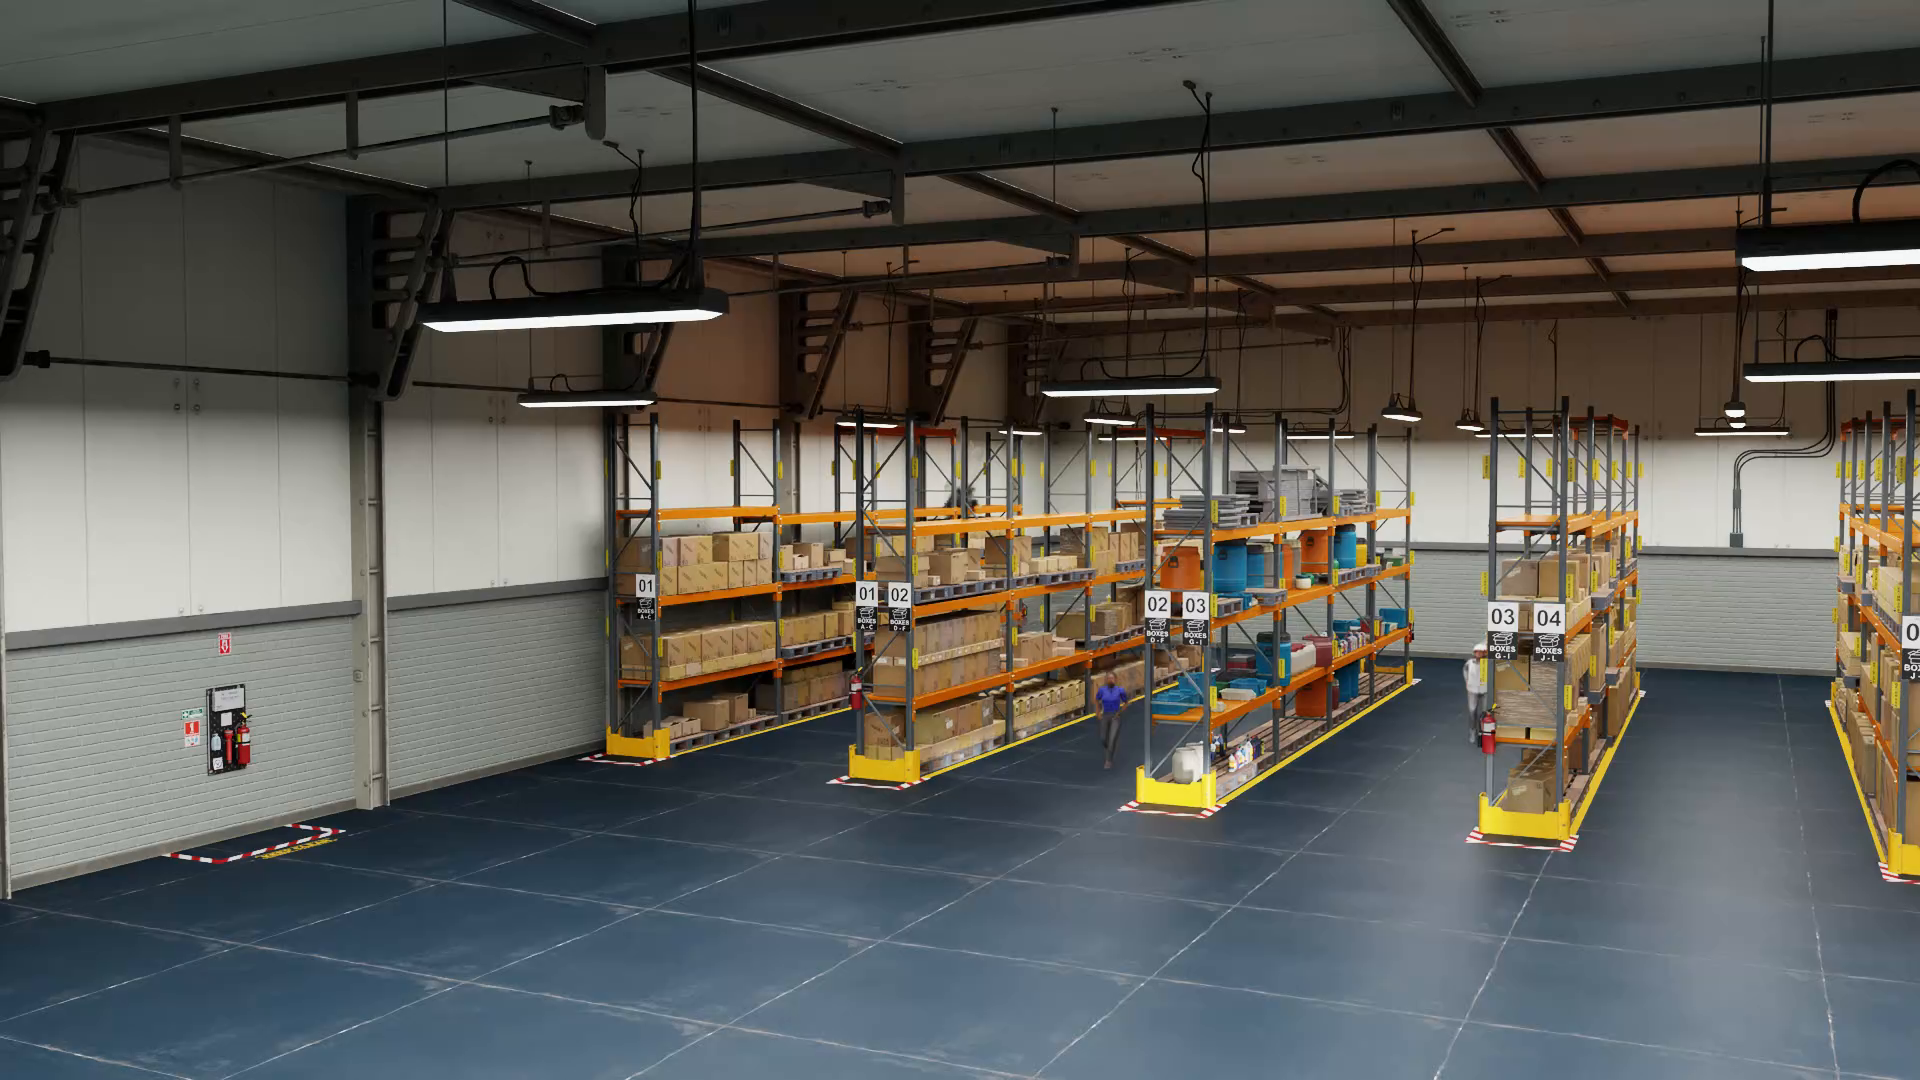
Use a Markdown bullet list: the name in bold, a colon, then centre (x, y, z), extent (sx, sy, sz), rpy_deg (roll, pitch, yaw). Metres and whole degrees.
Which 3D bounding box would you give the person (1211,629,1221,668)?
- **person**: centre (6.309, 2.333, 42.456), extent (0.952, 1.802, 0.707), rpy_deg (2, 3, 33)

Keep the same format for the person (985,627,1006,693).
- **person**: centre (0.754, 2.667, 35.370), extent (0.548, 1.753, 0.767), rpy_deg (1, 3, 25)

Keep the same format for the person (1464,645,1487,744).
- **person**: centre (9.664, 2.827, 30.865), extent (0.624, 1.790, 1.117), rpy_deg (1, 3, 19)

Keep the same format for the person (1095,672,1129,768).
- **person**: centre (2.555, 3.033, 28.035), extent (0.588, 1.600, 0.546), rpy_deg (0, 2, 11)
